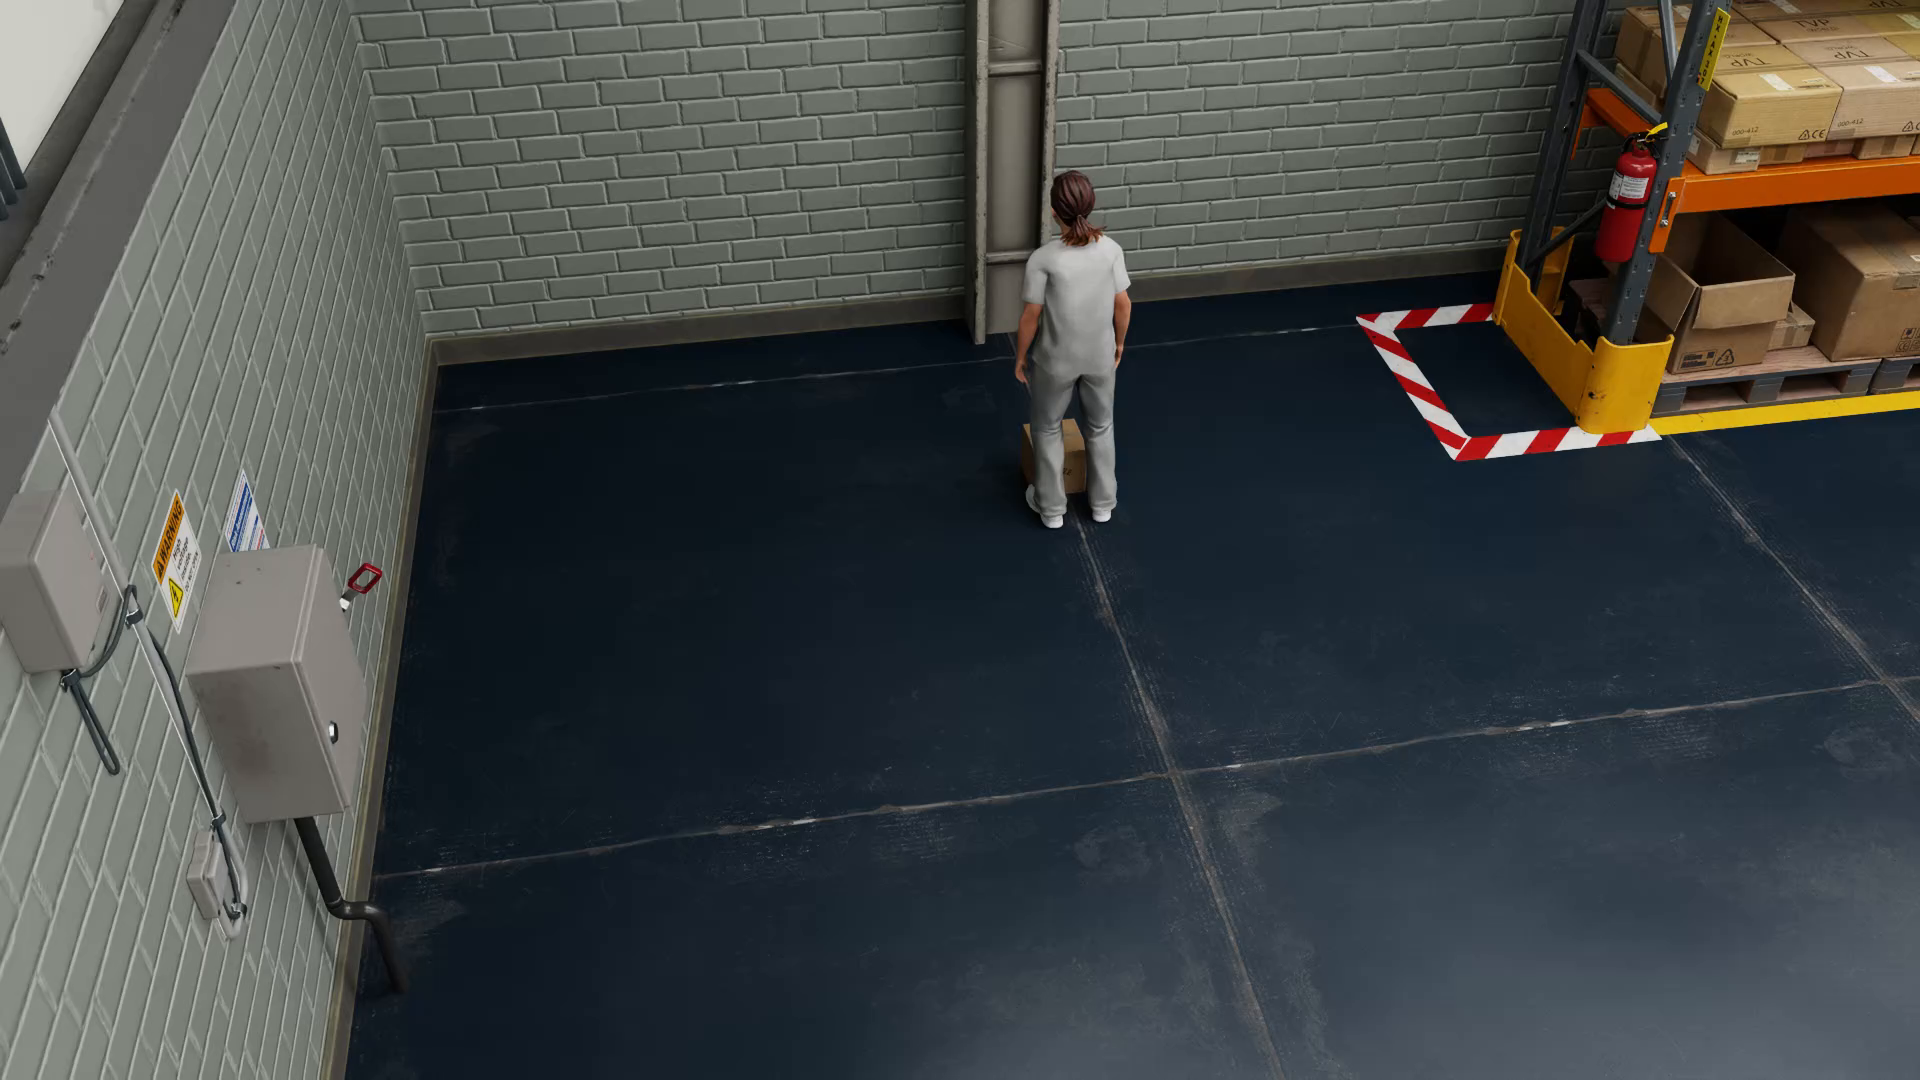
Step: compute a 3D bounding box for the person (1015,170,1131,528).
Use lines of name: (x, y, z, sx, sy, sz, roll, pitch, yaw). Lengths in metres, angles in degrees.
person: (0.485, -0.786, 7.132, 0.513, 1.673, 0.356, -8, 39, -10)
